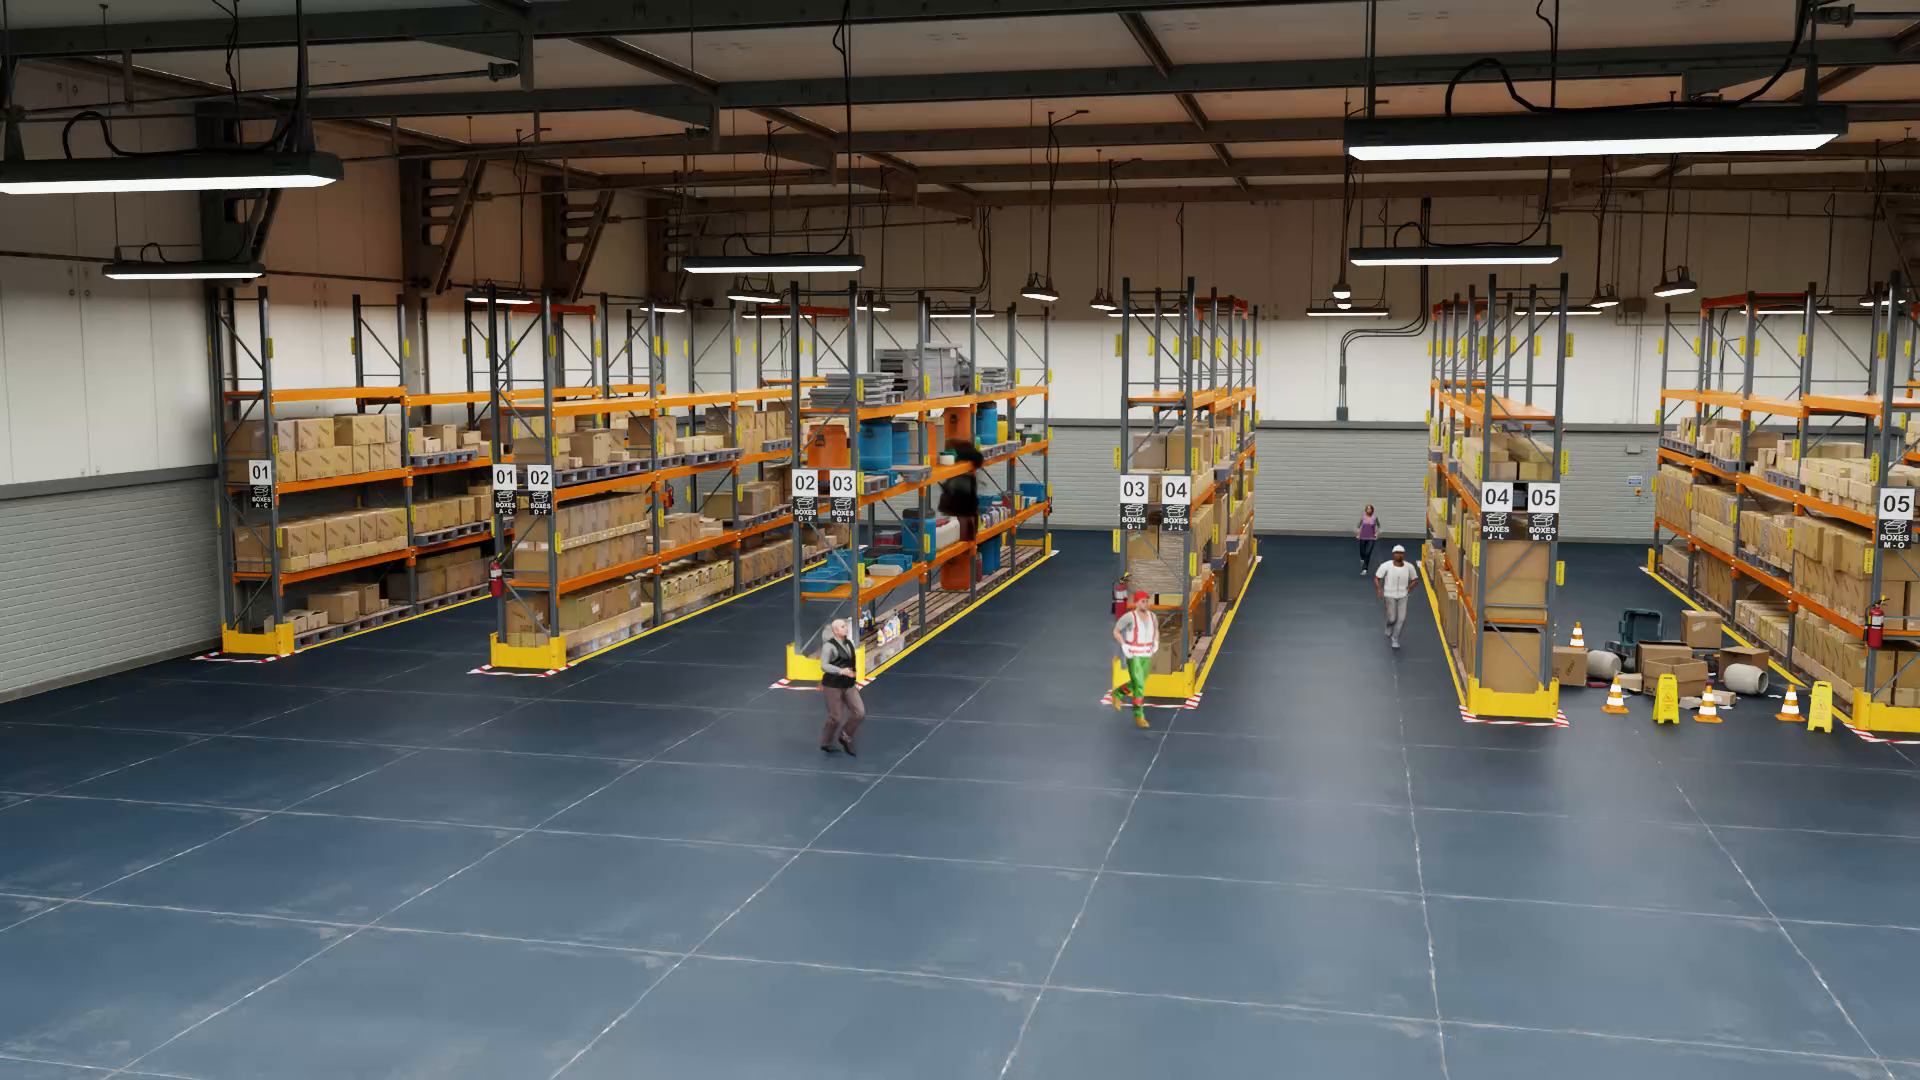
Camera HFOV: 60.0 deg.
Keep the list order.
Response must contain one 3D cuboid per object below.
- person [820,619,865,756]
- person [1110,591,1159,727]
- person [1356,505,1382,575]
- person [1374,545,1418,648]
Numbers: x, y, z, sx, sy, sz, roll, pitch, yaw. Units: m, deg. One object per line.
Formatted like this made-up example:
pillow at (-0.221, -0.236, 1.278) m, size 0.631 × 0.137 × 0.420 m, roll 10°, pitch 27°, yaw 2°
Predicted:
person at (-1.455, 1.824, 20.401) m, size 0.701 × 1.727 × 0.647 m, roll 6°, pitch 9°, yaw 41°
person at (2.372, 1.548, 22.337) m, size 0.668 × 1.782 × 0.883 m, roll -4°, pitch 8°, yaw -31°
person at (9.106, -0.016, 37.079) m, size 0.556 × 1.559 × 0.673 m, roll 2°, pitch 7°, yaw 17°
person at (7.342, 0.941, 27.968) m, size 0.718 × 1.722 × 0.618 m, roll 0°, pitch 7°, yaw 4°
